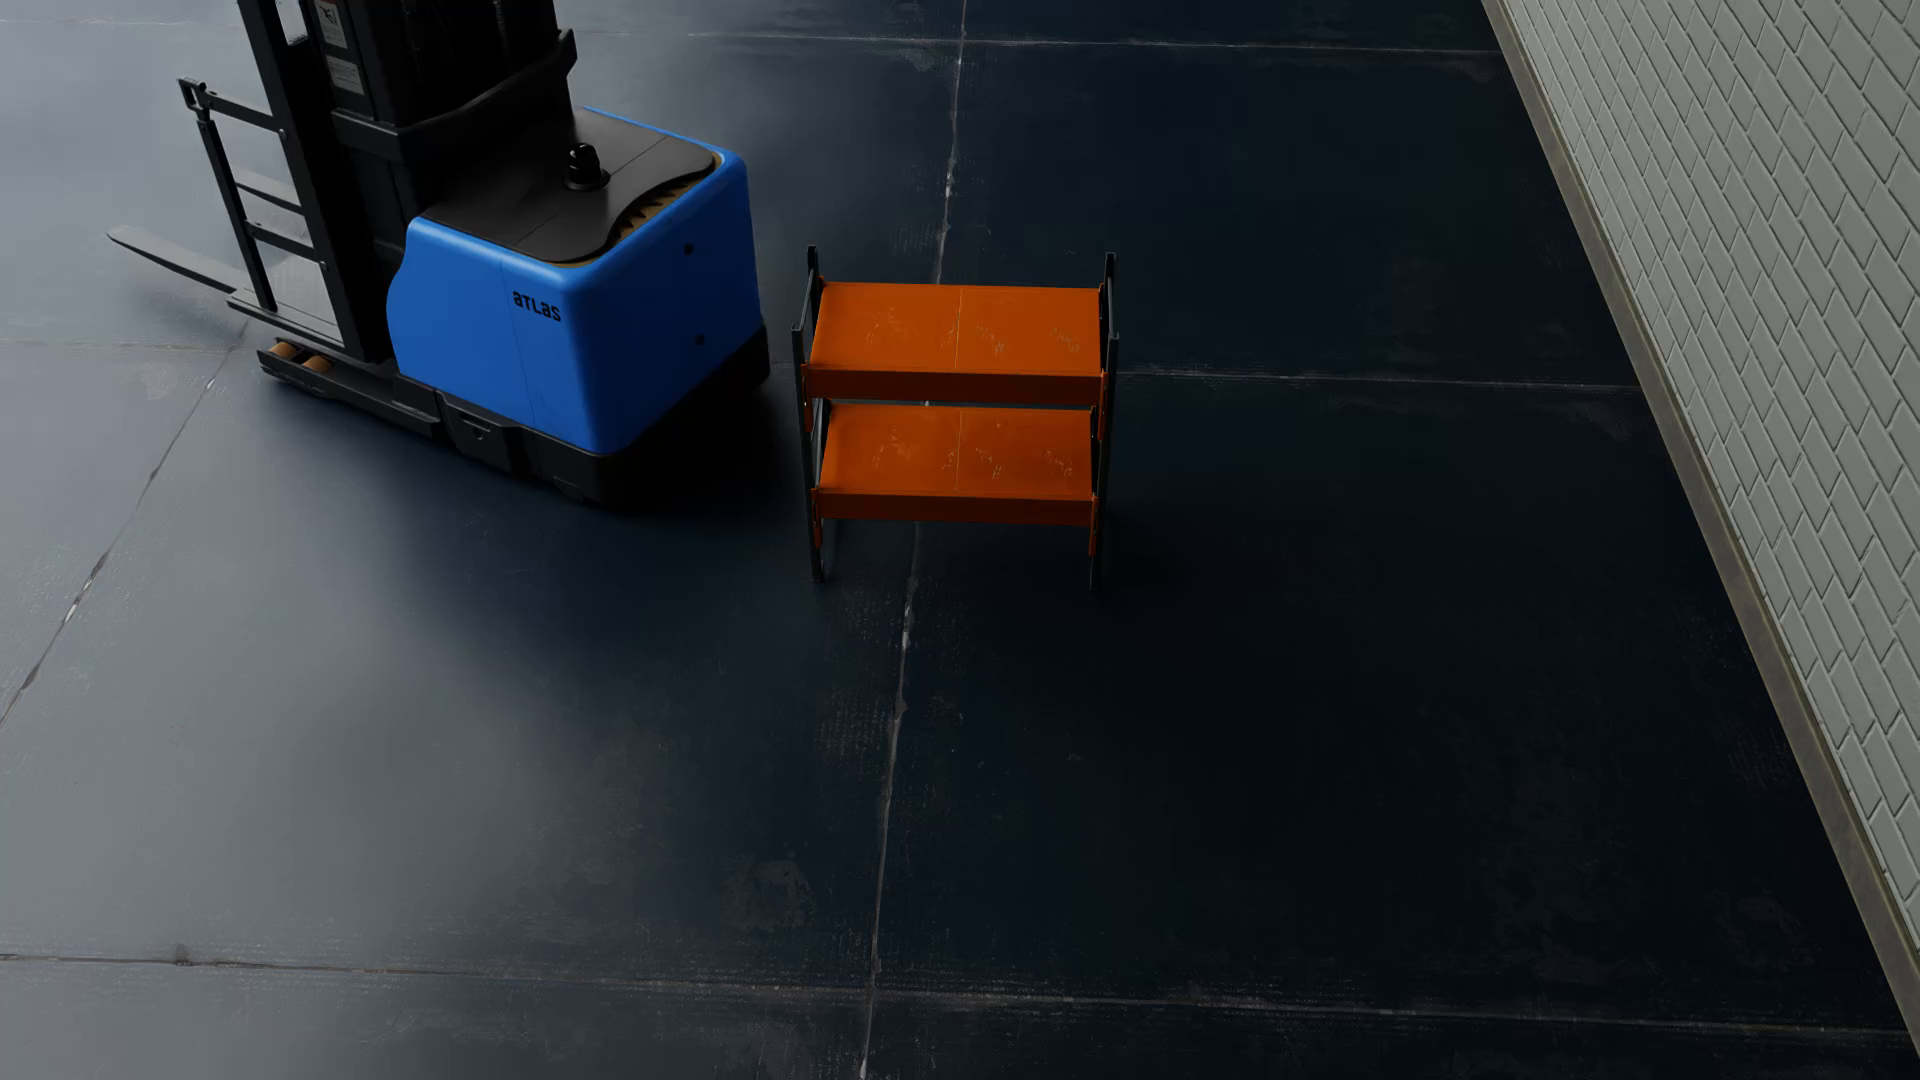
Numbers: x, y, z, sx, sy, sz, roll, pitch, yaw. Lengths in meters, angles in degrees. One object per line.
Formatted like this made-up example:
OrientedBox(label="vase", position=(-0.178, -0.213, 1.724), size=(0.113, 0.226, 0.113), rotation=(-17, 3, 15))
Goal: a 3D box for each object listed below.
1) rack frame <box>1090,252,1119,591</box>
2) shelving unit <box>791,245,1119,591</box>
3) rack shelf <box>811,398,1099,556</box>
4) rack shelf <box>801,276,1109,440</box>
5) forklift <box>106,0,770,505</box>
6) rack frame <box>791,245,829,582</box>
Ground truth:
OrientedBox(label="rack frame", position=(0.501, -0.396, 5.850), size=(0.032, 1.125, 0.500), rotation=(2, 43, 2))
OrientedBox(label="shelving unit", position=(-0.007, -0.412, 5.867), size=(1.048, 1.125, 0.538), rotation=(2, 43, 2))
OrientedBox(label="rack shelf", position=(-0.007, -0.233, 6.033), size=(1.000, 0.278, 0.538), rotation=(2, 43, 2))
OrientedBox(label="rack shelf", position=(-0.007, -0.626, 5.667), size=(1.000, 0.278, 0.538), rotation=(2, 43, 2))
OrientedBox(label="forklift", position=(-2.321, -1.953, 6.196), size=(3.031, 2.935, 1.130), rotation=(22, 47, 22))
OrientedBox(label="rack frame", position=(-0.515, -0.427, 5.884), size=(0.032, 1.125, 0.500), rotation=(2, 43, 2))
